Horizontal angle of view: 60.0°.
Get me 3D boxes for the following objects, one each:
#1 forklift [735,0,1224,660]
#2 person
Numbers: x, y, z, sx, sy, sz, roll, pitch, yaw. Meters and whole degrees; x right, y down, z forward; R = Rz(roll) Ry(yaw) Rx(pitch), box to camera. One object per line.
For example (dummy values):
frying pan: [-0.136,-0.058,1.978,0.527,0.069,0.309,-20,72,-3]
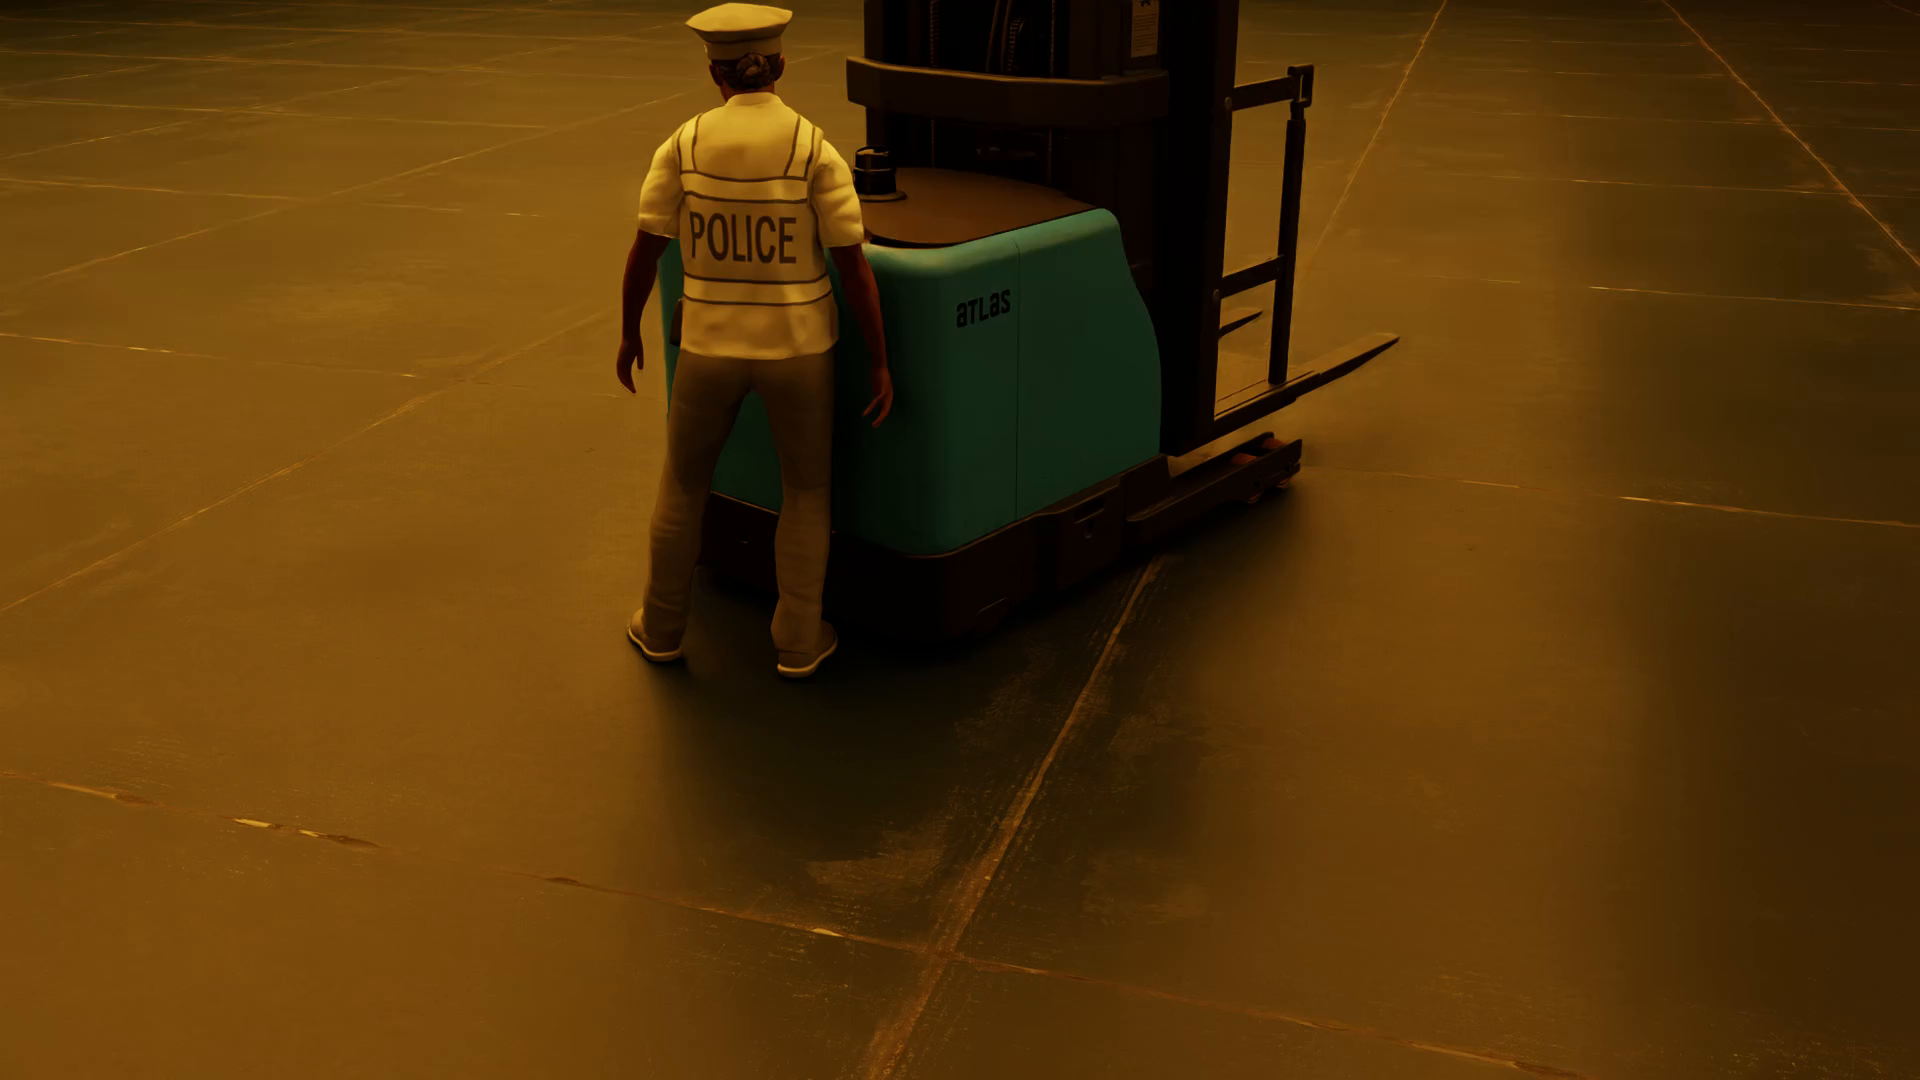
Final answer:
forklift: [-0.153,-1.583,5.115,1.130,2.935,3.031,-5,23,-12]
person: [0.324,-0.384,4.137,1.099,1.591,0.572,-9,24,-21]
